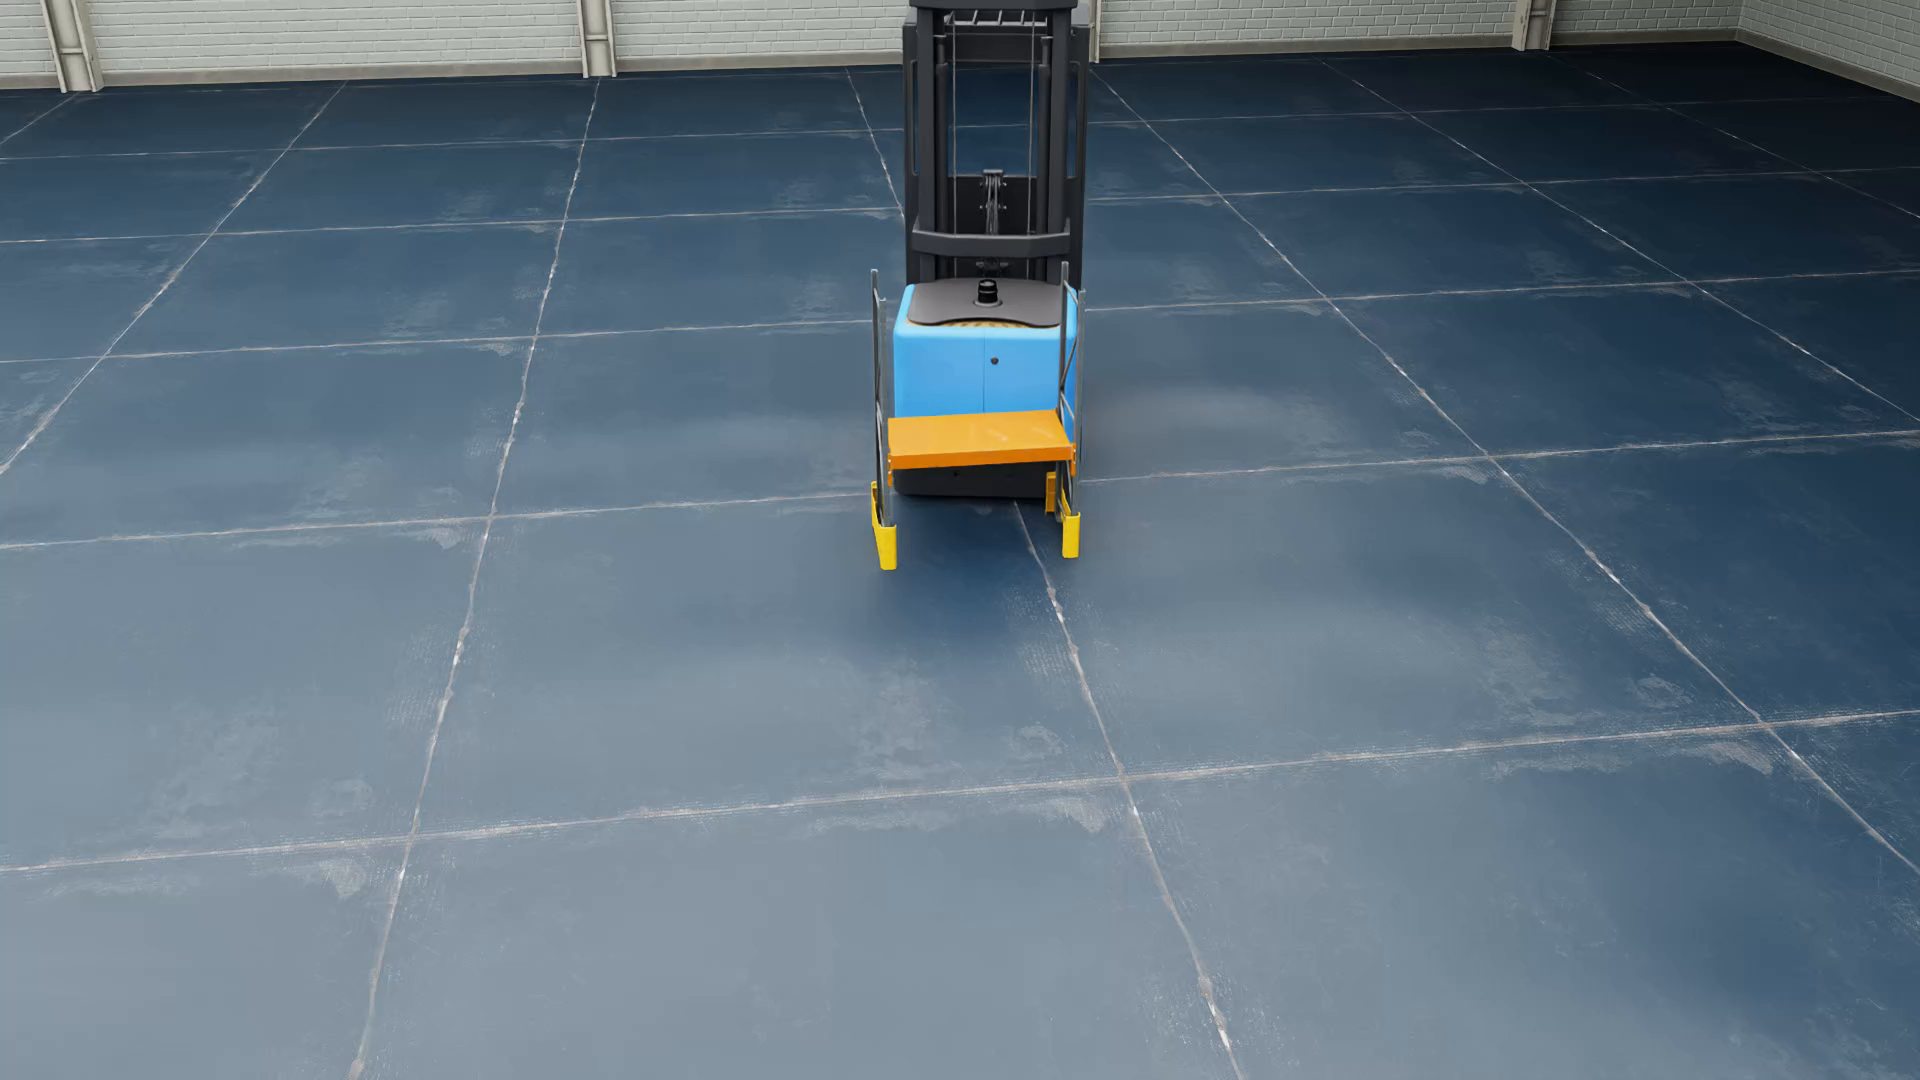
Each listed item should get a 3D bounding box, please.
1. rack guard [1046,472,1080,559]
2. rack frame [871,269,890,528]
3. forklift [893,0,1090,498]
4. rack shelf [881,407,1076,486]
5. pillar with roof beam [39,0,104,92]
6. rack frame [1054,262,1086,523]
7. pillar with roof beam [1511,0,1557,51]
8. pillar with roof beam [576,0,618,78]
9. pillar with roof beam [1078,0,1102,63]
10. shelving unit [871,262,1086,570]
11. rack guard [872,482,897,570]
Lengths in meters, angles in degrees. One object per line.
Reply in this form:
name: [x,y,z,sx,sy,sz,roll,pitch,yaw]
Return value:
rack guard: [0.569,-0.144,9.258,0.087,0.250,0.587,-3,27,-7]
rack frame: [-0.419,-0.640,8.855,0.032,1.500,0.500,-3,27,-7]
forklift: [0.224,-2.180,10.288,1.130,2.935,3.031,2,27,3]
rack shelf: [0.085,-0.511,8.997,1.000,0.185,0.538,-3,27,-7]
pillar with roof beam: [-9.741,-7.376,13.769,0.400,9.000,9.100,-4,27,-7]
rack frame: [0.589,-0.702,8.975,0.032,1.500,0.500,-3,27,-7]
pillar with roof beam: [8.084,-8.521,16.000,0.400,9.000,9.100,-4,27,-7]
pillar with roof beam: [-3.799,-7.758,14.512,0.400,9.000,9.100,-4,27,-7]
pillar with roof beam: [2.142,-8.140,15.256,0.400,9.000,9.100,-4,27,-7]
shelving unit: [0.076,-0.670,8.914,1.083,1.500,0.587,-3,27,-7]
rack guard: [-0.418,-0.084,9.141,0.087,0.250,0.587,-3,27,-7]
